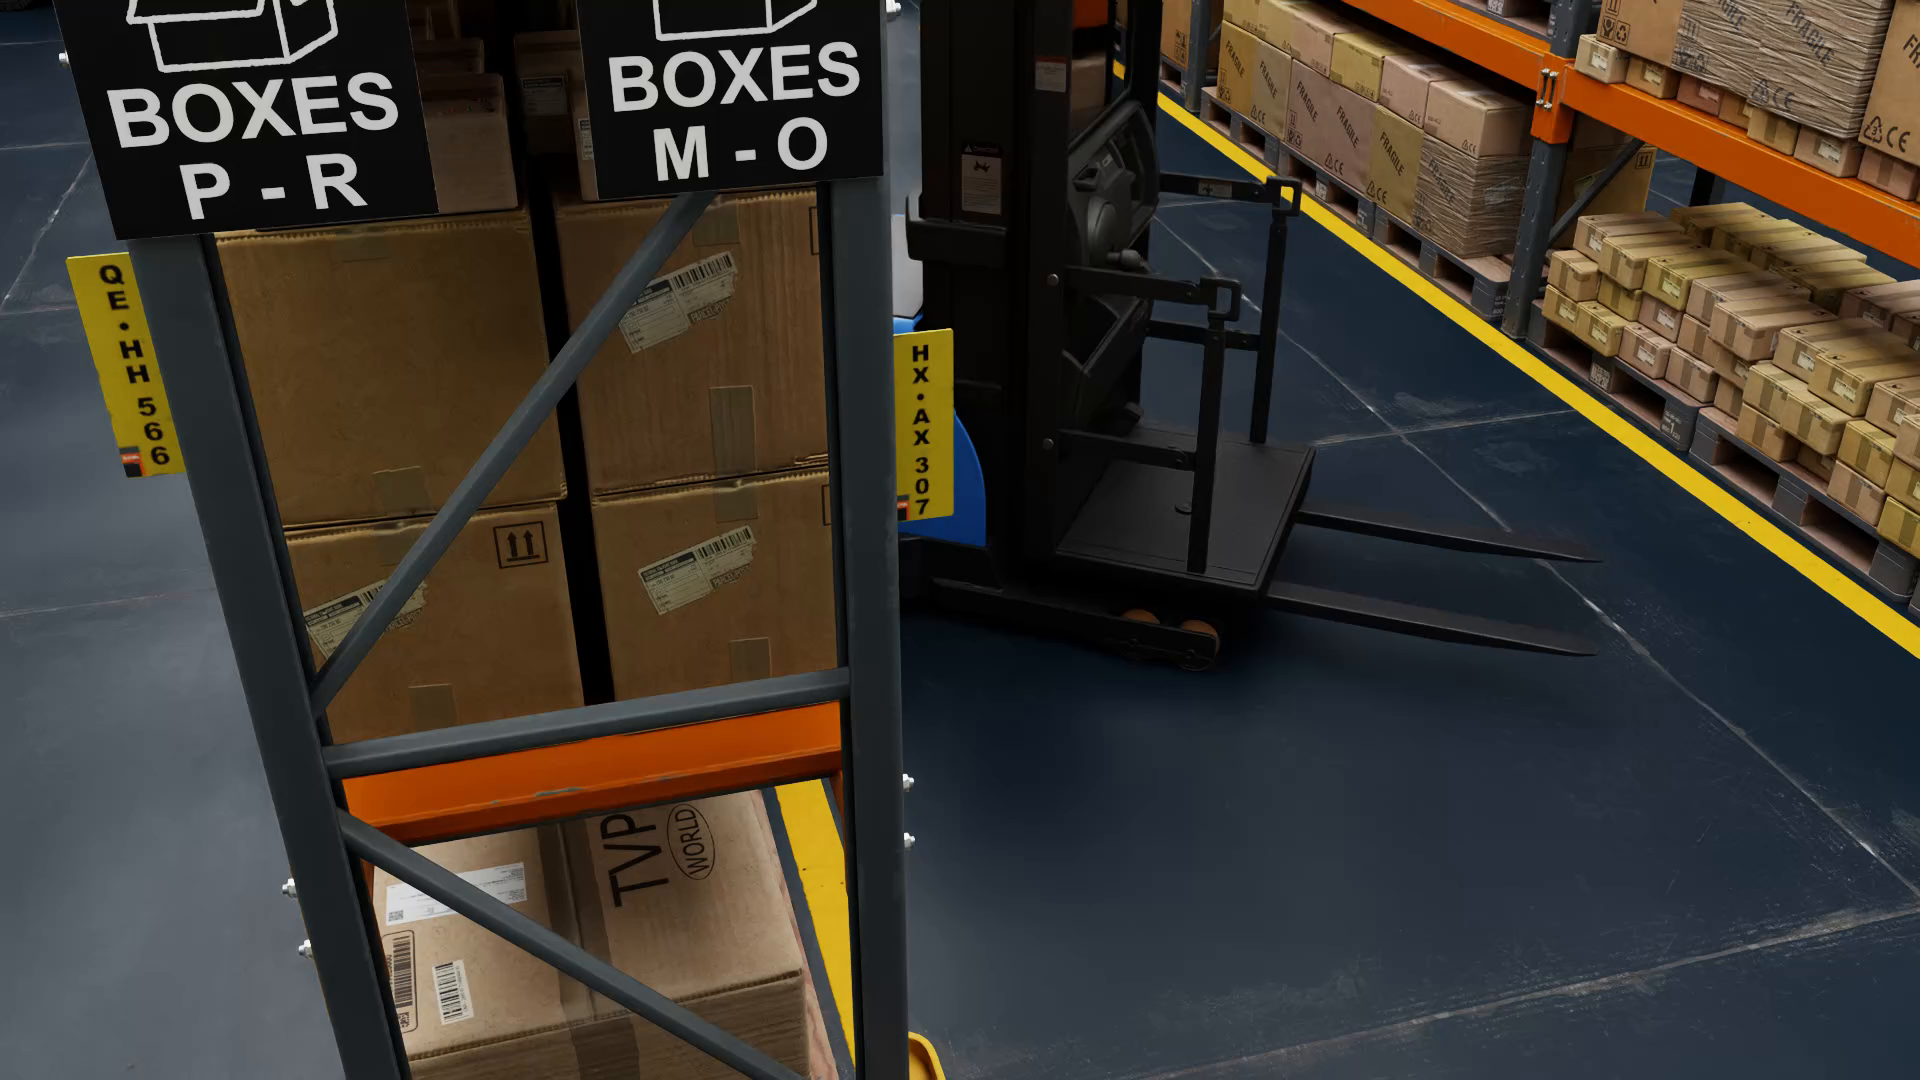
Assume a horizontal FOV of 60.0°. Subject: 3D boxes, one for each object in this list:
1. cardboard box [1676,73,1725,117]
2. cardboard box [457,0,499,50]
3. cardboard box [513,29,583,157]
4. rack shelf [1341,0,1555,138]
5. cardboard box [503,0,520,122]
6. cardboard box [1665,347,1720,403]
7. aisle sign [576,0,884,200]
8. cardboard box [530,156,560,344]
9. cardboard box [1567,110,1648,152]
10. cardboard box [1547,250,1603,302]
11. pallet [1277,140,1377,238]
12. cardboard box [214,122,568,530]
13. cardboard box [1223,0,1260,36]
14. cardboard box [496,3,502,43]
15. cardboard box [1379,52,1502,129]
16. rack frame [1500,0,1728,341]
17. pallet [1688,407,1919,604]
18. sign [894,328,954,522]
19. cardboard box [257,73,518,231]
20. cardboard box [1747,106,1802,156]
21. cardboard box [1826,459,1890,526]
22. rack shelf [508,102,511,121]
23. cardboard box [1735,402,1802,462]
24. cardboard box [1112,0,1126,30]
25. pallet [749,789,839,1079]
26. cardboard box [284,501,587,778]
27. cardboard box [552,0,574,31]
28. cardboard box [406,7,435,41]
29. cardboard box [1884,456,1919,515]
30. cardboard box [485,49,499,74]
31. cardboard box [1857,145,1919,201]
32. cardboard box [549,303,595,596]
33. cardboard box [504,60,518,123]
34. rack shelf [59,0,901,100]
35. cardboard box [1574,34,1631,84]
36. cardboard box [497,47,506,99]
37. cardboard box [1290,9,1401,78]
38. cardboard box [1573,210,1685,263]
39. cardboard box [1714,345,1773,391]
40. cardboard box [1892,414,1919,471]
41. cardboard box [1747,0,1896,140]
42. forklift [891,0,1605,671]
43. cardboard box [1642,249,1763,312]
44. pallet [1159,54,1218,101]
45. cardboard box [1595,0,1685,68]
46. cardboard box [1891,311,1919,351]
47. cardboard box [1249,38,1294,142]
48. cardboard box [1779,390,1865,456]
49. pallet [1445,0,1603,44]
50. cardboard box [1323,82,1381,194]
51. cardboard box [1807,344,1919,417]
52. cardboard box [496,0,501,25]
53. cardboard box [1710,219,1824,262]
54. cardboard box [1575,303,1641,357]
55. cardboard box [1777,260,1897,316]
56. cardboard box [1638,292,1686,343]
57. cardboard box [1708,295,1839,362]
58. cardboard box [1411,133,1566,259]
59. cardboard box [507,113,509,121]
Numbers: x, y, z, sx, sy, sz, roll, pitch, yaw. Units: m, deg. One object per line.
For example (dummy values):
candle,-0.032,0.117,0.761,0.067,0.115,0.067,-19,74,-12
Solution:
cardboard box,3.110,-1.809,6.632,0.380,0.149,0.250,-9,31,-15
cardboard box,-1.153,-1.095,3.403,0.380,0.149,0.250,-8,31,-14
cardboard box,-0.561,-0.778,2.855,0.380,0.149,0.250,-7,31,-12
rack shelf,2.557,-2.990,9.139,1.077,0.370,4.000,-8,31,-13
cardboard box,-0.870,-1.179,4.195,0.500,0.500,0.500,-8,31,-13
cardboard box,3.177,-0.707,6.903,0.380,0.149,0.250,-8,31,-14
aisle sign,-0.297,-0.825,2.086,0.394,0.787,0.004,-8,31,-13
cardboard box,-0.592,-0.691,3.351,0.500,0.500,0.500,-9,31,-15
cardboard box,3.147,-2.152,8.300,0.500,0.250,0.500,-9,31,-15
cardboard box,2.876,-1.194,7.448,0.380,0.149,0.250,-6,31,-11
pallet,2.553,-2.094,9.658,1.003,0.211,1.213,-8,31,-13
cardboard box,-0.953,-0.373,2.803,0.500,0.500,0.500,-7,31,-12
cardboard box,1.976,-3.326,10.330,0.500,0.250,0.500,-9,31,-16
cardboard box,-1.765,-1.842,5.340,0.500,0.500,0.500,-8,31,-13
cardboard box,2.523,-2.336,8.619,0.500,0.250,0.500,-6,31,-11
rack frame,3.088,-2.335,7.290,1.000,3.000,0.127,-8,31,-13
pallet,3.628,-0.218,6.416,1.003,0.211,1.213,-8,31,-13
sign,-0.059,-0.176,2.617,0.100,0.325,0.005,-8,31,-13
cardboard box,-0.884,-0.600,2.546,0.380,0.149,0.250,-7,31,-13
cardboard box,3.180,-1.547,6.179,0.380,0.149,0.250,-7,31,-12
cardboard box,3.397,-0.194,6.018,0.380,0.149,0.250,-7,31,-12
rack shelf,-2.188,-2.283,7.918,1.077,0.370,4.000,-8,31,-13
cardboard box,3.259,-0.443,6.448,0.380,0.149,0.250,-9,31,-15
cardboard box,1.716,-4.203,12.344,1.050,0.750,0.750,-7,31,-13
pallet,-0.883,1.135,4.079,1.003,0.211,1.213,-8,31,-13
cardboard box,-0.979,0.063,3.047,0.500,0.500,0.500,-8,31,-13
cardboard box,-0.607,-1.044,3.314,0.380,0.149,0.250,-9,31,-15
cardboard box,-1.124,-0.833,2.949,0.380,0.149,0.250,-8,31,-14
cardboard box,3.445,-0.196,5.724,0.380,0.149,0.250,-7,31,-13
cardboard box,-1.248,-0.861,3.646,0.500,0.500,0.500,-8,31,-14
cardboard box,3.360,-1.293,5.741,0.380,0.149,0.250,-7,31,-11
cardboard box,-0.607,-0.250,3.588,0.500,0.500,0.500,-8,31,-14
cardboard box,-1.146,-1.234,5.287,0.500,0.500,0.500,-9,31,-14
rack shelf,-1.127,-1.649,3.828,1.077,0.370,4.000,-8,31,-13
cardboard box,2.848,-2.046,7.041,0.380,0.149,0.250,-7,31,-11
cardboard box,-1.511,-1.348,4.487,0.500,0.500,0.500,-7,31,-12
cardboard box,2.230,-2.841,9.491,0.500,0.250,0.500,-8,31,-13
cardboard box,2.980,-1.347,7.415,0.380,0.149,0.250,-7,31,-11
cardboard box,3.248,-0.704,6.602,0.380,0.149,0.250,-6,31,-11
cardboard box,3.430,-0.324,5.647,0.380,0.149,0.250,-7,31,-11
cardboard box,3.214,-1.748,5.879,0.500,0.500,0.500,-9,31,-14
forklift,0.684,-1.136,5.287,3.031,2.935,1.130,10,32,17
cardboard box,3.111,-1.090,6.972,0.380,0.149,0.250,-8,31,-14
pallet,1.890,-3.451,12.001,1.003,0.211,1.213,-8,31,-13
cardboard box,2.977,-2.234,6.719,0.500,0.500,0.500,-8,31,-14
cardboard box,3.851,-0.783,6.441,0.380,0.149,0.250,-9,31,-15
cardboard box,2.105,-2.749,10.081,0.500,0.500,0.500,-7,31,-13
cardboard box,3.295,-0.452,6.166,0.380,0.149,0.250,-8,31,-13
pallet,3.026,-2.641,8.009,1.003,0.211,1.213,-8,31,-13
cardboard box,2.381,-2.255,9.228,0.500,0.500,0.500,-9,31,-14
cardboard box,3.370,-0.588,6.105,0.380,0.149,0.250,-8,31,-13
cardboard box,-1.668,-2.278,6.841,0.500,0.250,0.500,-7,31,-13
cardboard box,3.540,-1.285,7.309,0.380,0.149,0.250,-7,31,-13
cardboard box,2.946,-0.936,7.299,0.380,0.149,0.250,-7,31,-12
cardboard box,3.606,-1.030,6.868,0.380,0.149,0.250,-7,31,-12
cardboard box,3.129,-0.971,7.063,0.380,0.149,0.250,-8,31,-14
cardboard box,3.191,-0.833,6.528,0.380,0.149,0.250,-7,31,-12
cardboard box,2.649,-1.759,8.371,0.500,0.500,0.500,-8,31,-14
cardboard box,-1.785,-1.410,5.592,0.500,0.500,0.500,-7,31,-12
